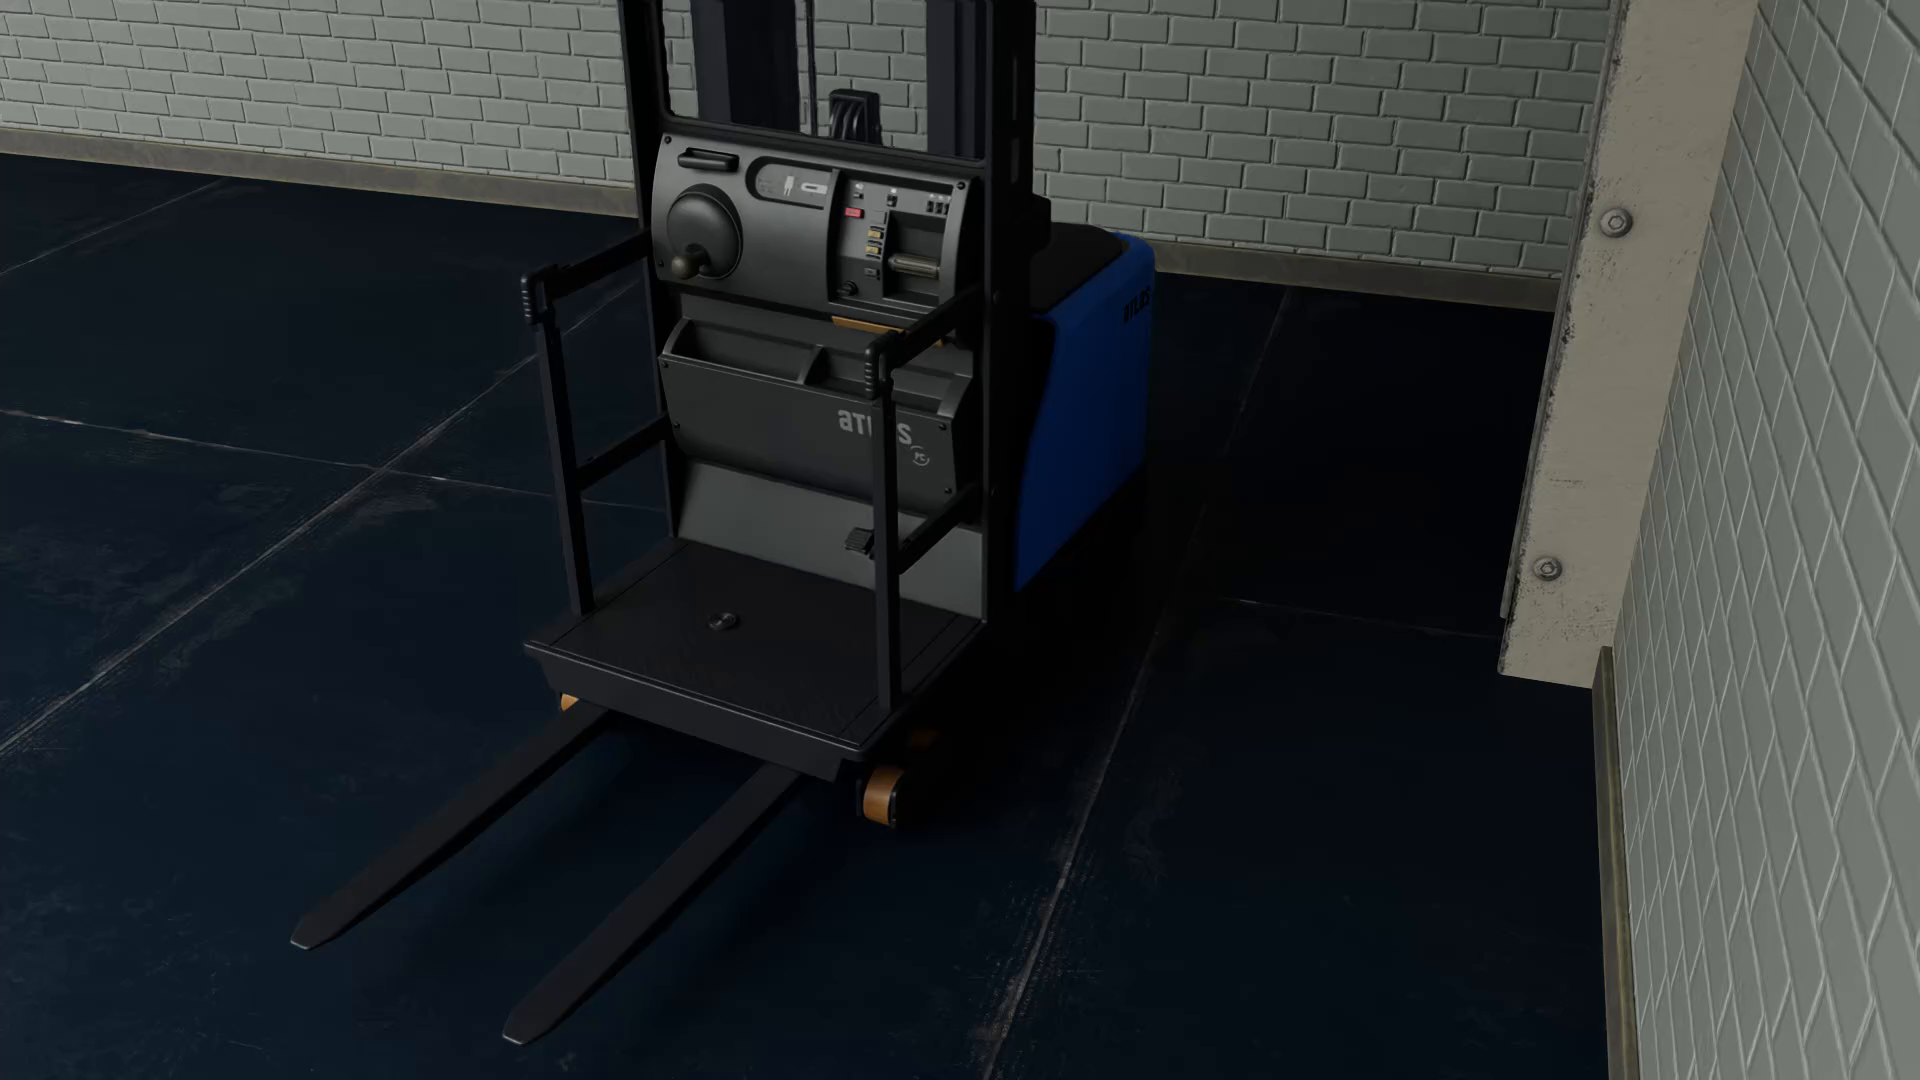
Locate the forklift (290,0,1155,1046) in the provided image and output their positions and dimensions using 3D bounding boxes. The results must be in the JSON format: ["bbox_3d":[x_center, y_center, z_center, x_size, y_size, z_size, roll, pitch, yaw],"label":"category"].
[{"bbox_3d":[-0.495,-0.773,4.125,1.130,2.935,3.031,14,32,24],"label":"forklift"}]

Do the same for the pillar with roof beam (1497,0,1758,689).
[{"bbox_3d":[-2.286,-4.213,4.067,9.100,9.000,0.400,8,30,15],"label":"pillar with roof beam"}]
